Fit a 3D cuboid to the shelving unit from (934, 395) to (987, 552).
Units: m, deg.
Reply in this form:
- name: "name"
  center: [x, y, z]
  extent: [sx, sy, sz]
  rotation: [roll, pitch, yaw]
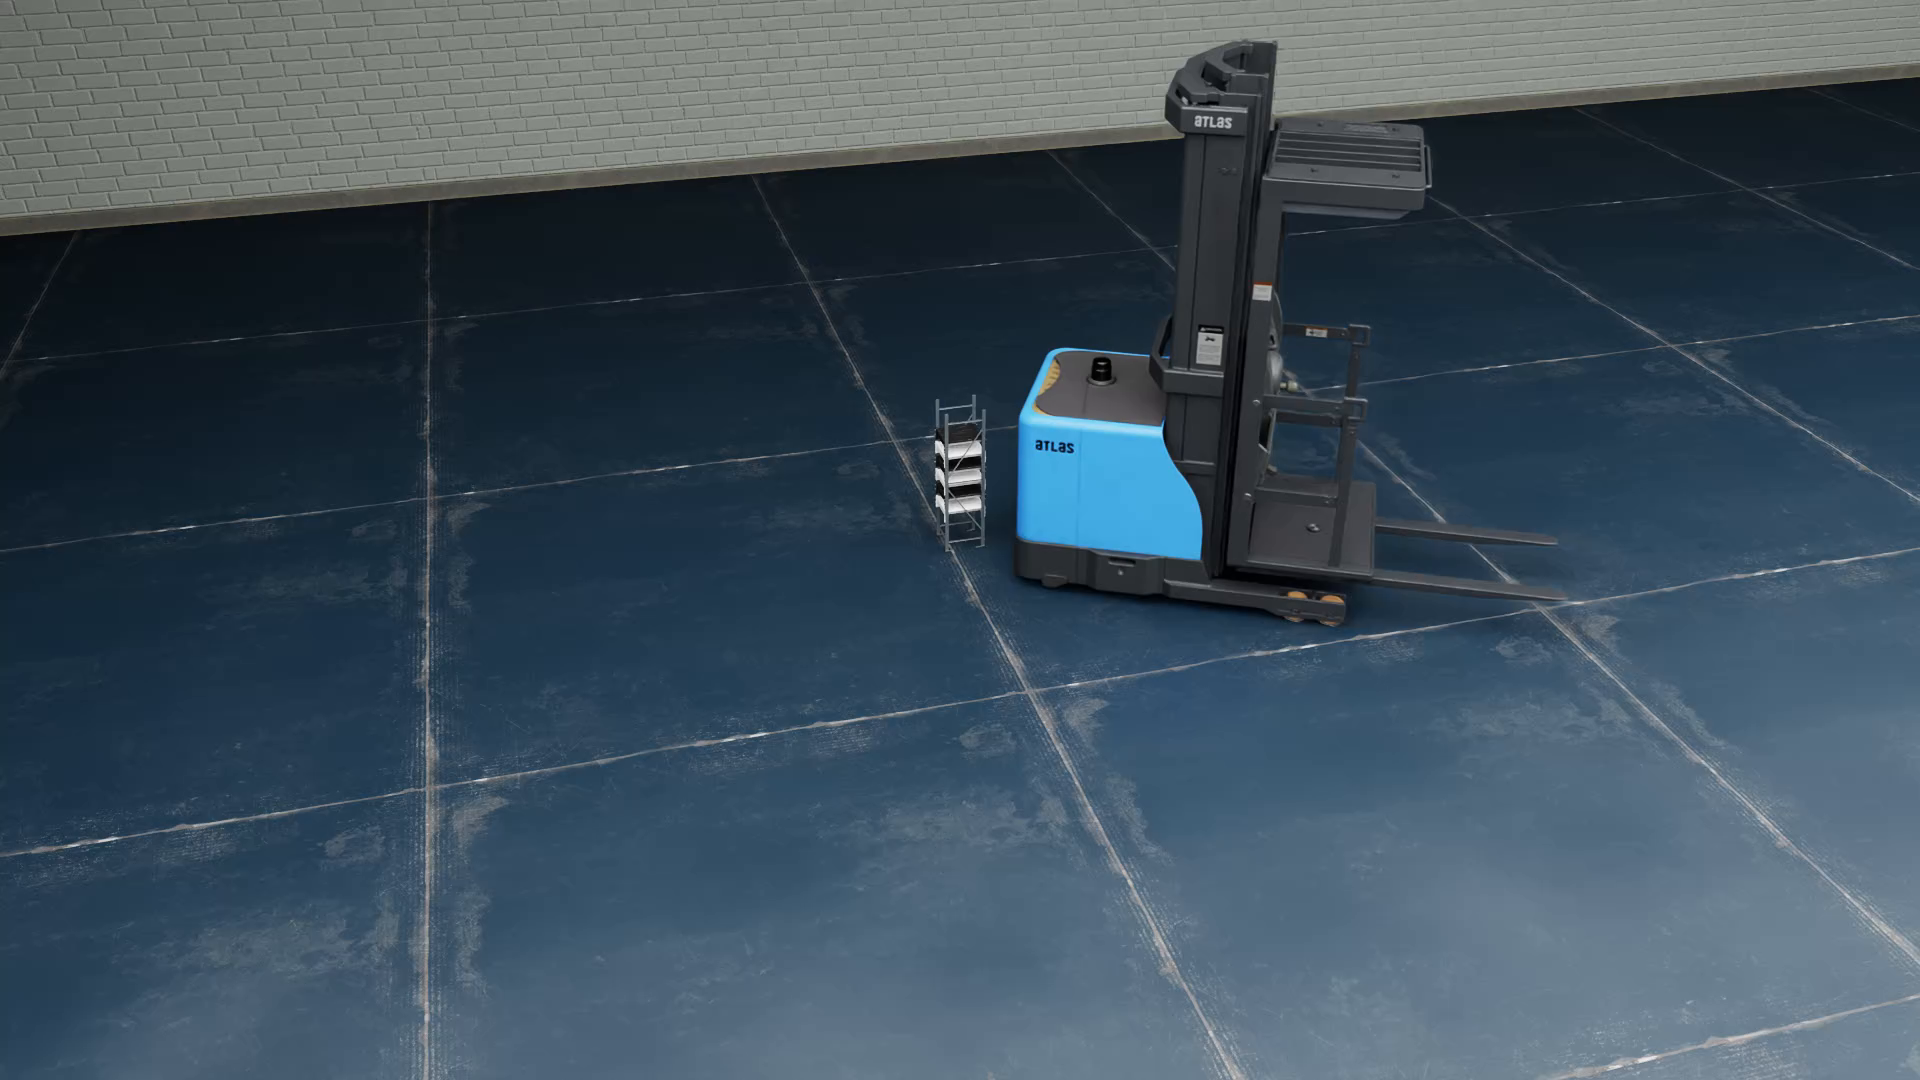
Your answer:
- name: "shelving unit"
  center: [0.002, -0.386, 9.749]
  extent: [0.258, 0.900, 0.210]
  rotation: [-8, 31, -13]

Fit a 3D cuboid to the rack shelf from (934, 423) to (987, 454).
- name: "rack shelf"
  center: [0.002, -0.590, 9.630]
  extent: [0.258, 0.077, 0.200]
  rotation: [-8, 31, -13]

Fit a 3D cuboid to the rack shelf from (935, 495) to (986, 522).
- name: "rack shelf"
  center: [0.002, -0.201, 9.856]
  extent: [0.258, 0.077, 0.200]
  rotation: [-8, 31, -13]

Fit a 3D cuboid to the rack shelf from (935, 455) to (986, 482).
- name: "rack shelf"
  center: [0.002, -0.435, 9.720]
  extent: [0.258, 0.077, 0.200]
  rotation: [-8, 31, -13]

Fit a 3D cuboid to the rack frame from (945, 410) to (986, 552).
- name: "rack frame"
  center: [0.029, -0.336, 9.664]
  extent: [0.240, 0.900, 0.006]
  rotation: [-8, 31, -13]

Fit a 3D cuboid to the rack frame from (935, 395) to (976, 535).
- name: "rack frame"
  center: [-0.025, -0.435, 9.834]
  extent: [0.240, 0.900, 0.006]
  rotation: [-8, 31, -13]

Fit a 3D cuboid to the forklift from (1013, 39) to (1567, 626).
- name: "forklift"
  center: [1.880, -1.088, 8.934]
  extent: [3.031, 2.935, 1.130]
  rotation: [7, 31, 11]

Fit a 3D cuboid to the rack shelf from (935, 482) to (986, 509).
- name: "rack shelf"
  center: [0.002, -0.279, 9.811]
  extent: [0.258, 0.077, 0.200]
  rotation: [-8, 31, -13]

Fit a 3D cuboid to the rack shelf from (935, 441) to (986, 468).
- name: "rack shelf"
  center: [0.002, -0.512, 9.675]
  extent: [0.258, 0.077, 0.200]
  rotation: [-8, 31, -13]

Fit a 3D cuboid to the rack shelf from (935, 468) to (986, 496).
- name: "rack shelf"
  center: [0.002, -0.357, 9.766]
  extent: [0.258, 0.077, 0.200]
  rotation: [-8, 31, -13]
